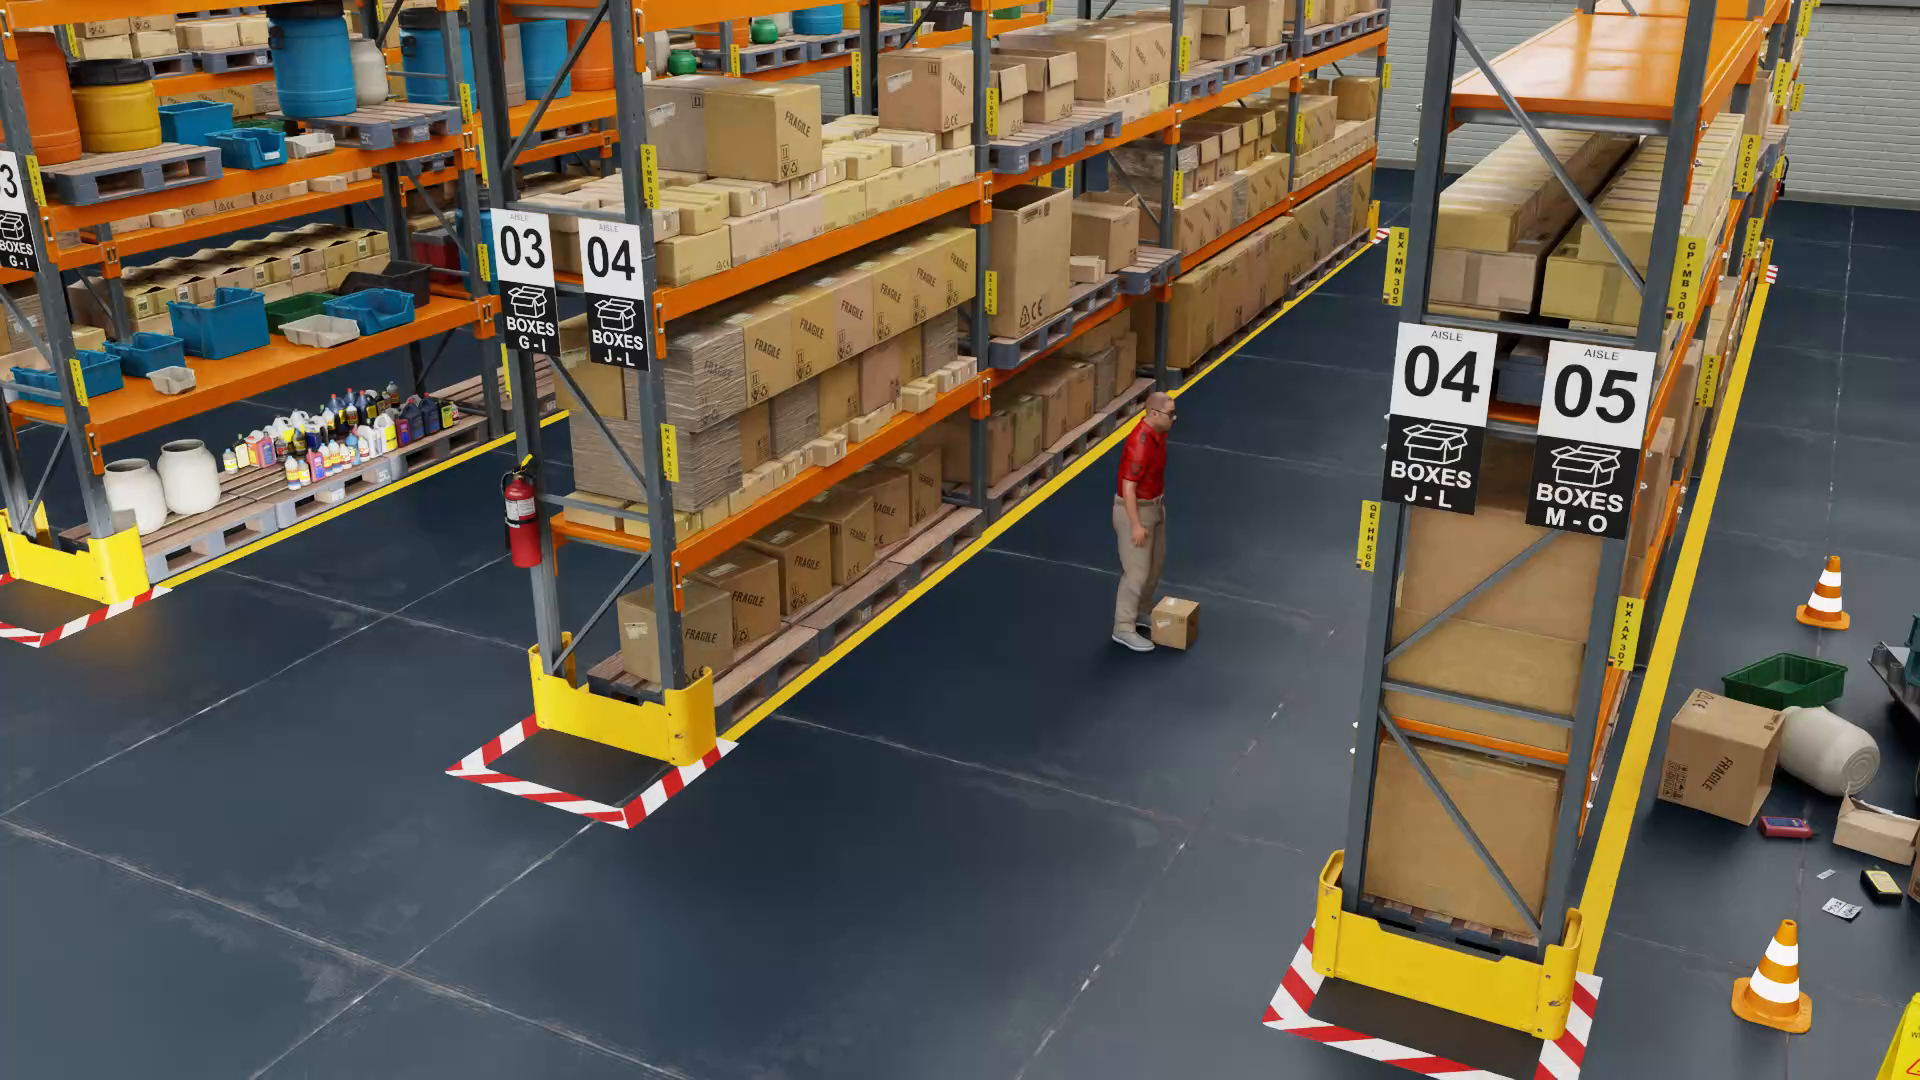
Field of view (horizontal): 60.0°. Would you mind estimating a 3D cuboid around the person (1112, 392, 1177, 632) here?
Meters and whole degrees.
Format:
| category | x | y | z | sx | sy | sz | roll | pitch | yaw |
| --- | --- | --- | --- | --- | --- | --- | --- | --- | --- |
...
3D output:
| category | x | y | z | sx | sy | sz | roll | pitch | yaw |
| --- | --- | --- | --- | --- | --- | --- | --- | --- | --- |
| person | 1.233 | -0.199 | 11.156 | 0.372 | 1.657 | 0.593 | 10 | 24 | 22 |
